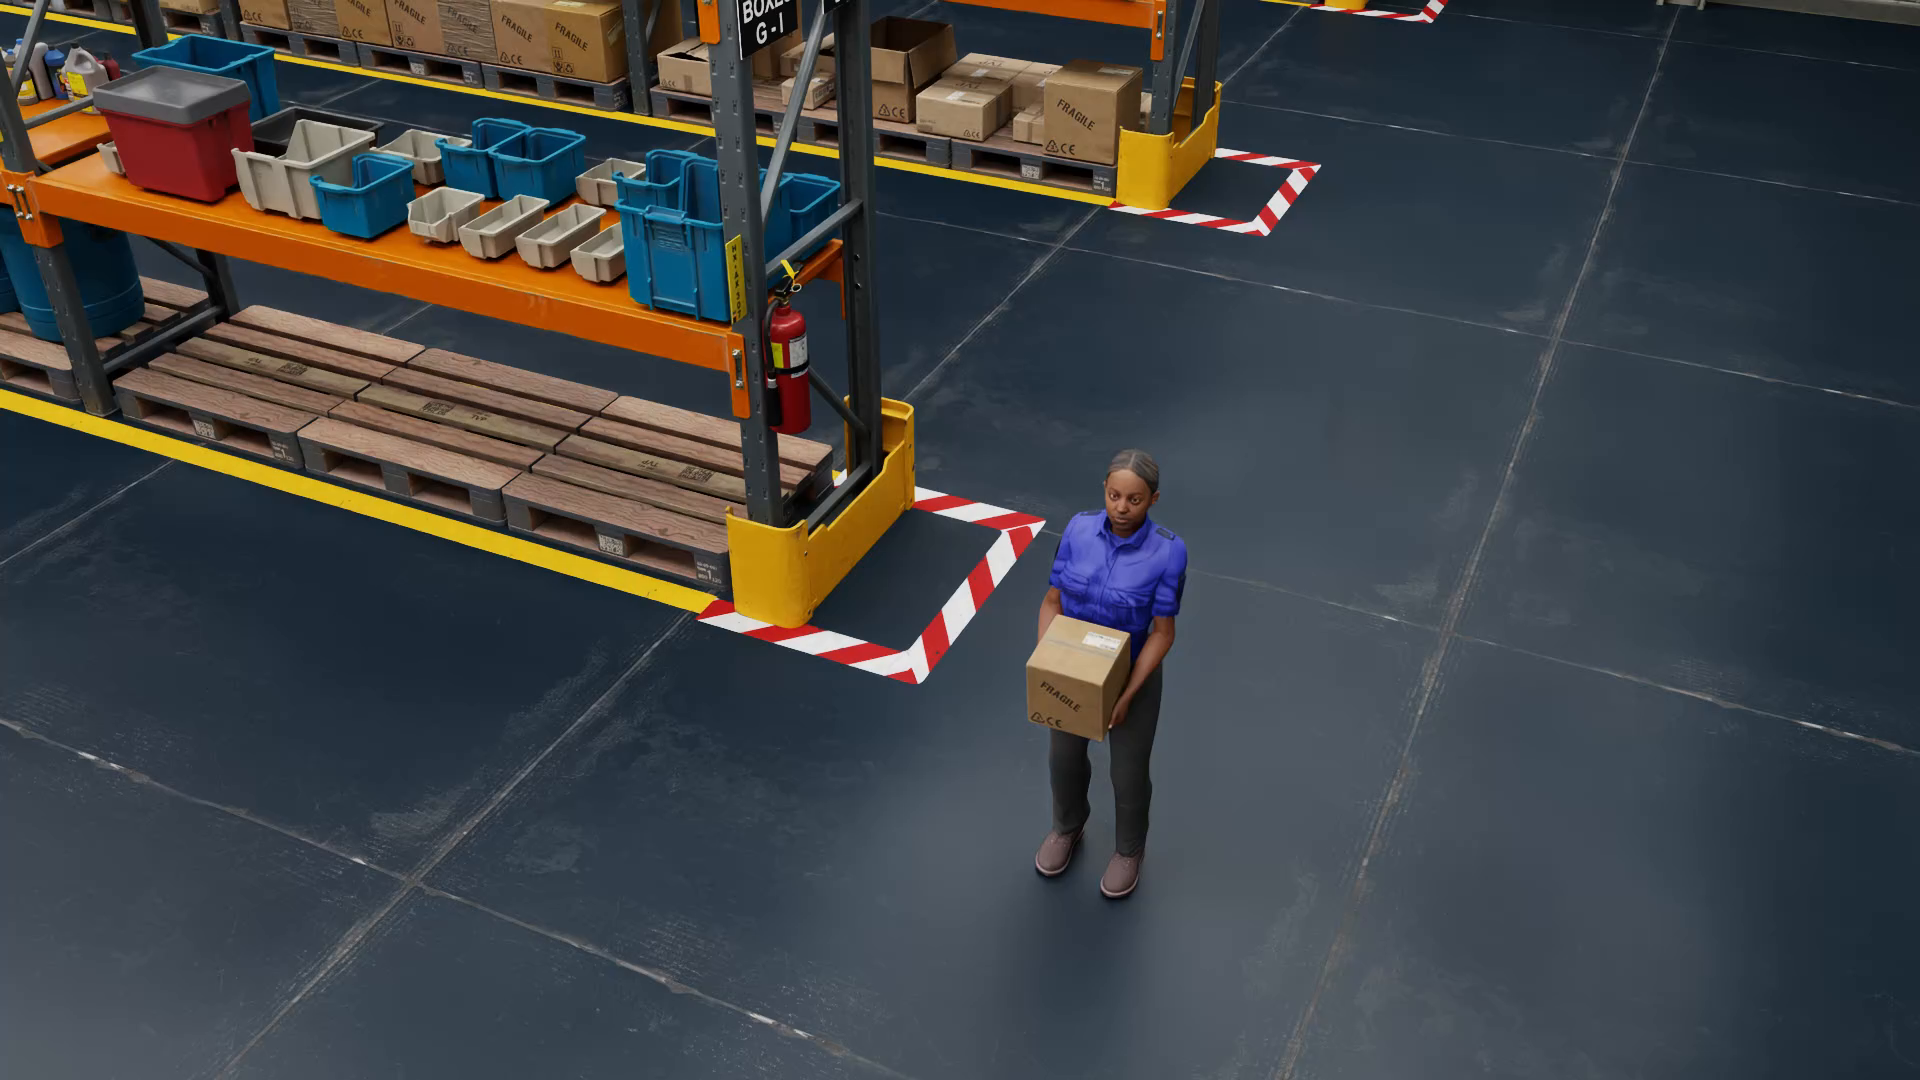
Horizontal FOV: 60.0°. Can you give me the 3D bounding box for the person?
[{"bbox_3d":[0.453,0.486,5.431,0.449,1.645,0.515,15,37,20],"label":"person"}]
